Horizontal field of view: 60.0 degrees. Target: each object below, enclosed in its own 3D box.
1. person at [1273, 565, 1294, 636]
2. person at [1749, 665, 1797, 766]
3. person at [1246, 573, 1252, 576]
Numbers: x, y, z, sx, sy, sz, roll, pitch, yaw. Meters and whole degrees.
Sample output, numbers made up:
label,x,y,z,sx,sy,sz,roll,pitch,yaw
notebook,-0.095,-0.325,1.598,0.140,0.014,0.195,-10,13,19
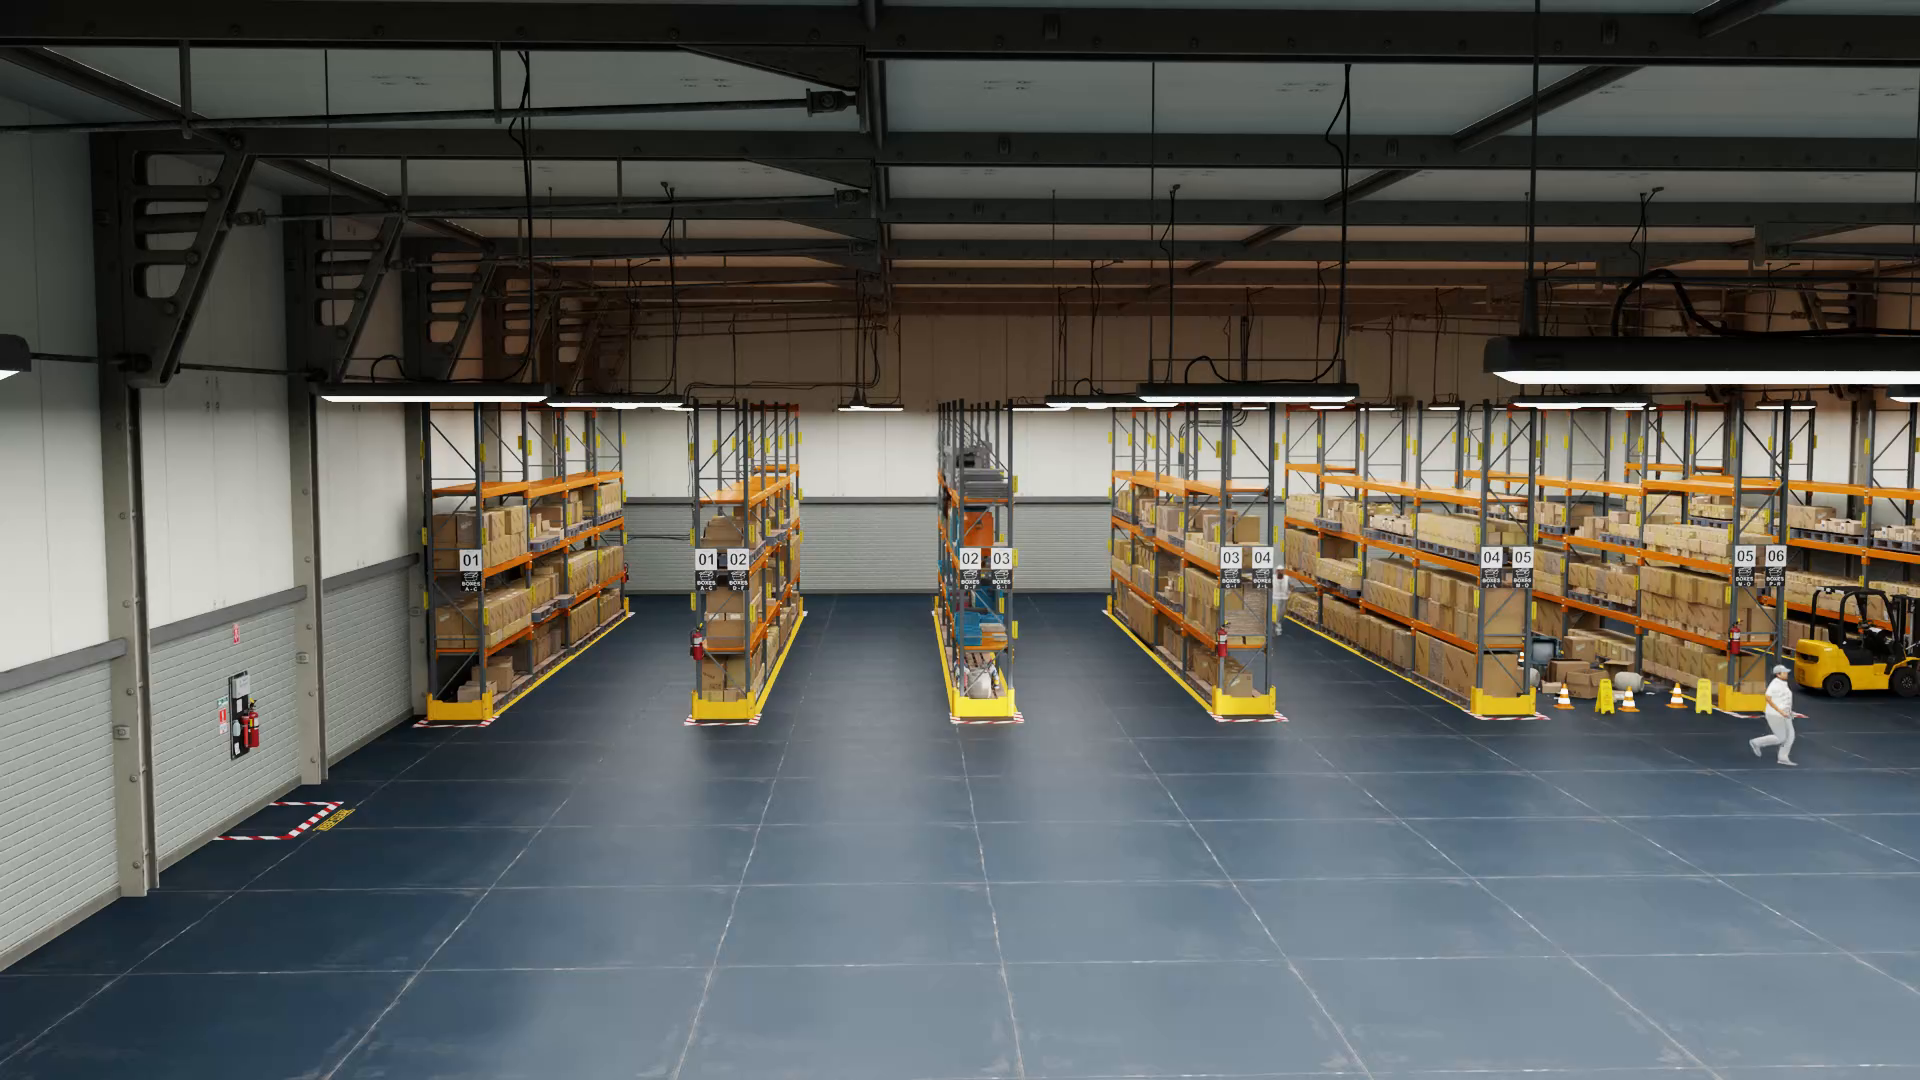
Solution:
label,x,y,z,sx,sy,sz,roll,pitch,yaw
person,8.306,1.542,43.058,0.675,1.789,0.923,0,4,2
person,13.335,2.858,27.192,0.706,1.643,0.625,4,6,40
person,8.044,1.388,46.606,0.603,1.708,0.720,0,4,6
